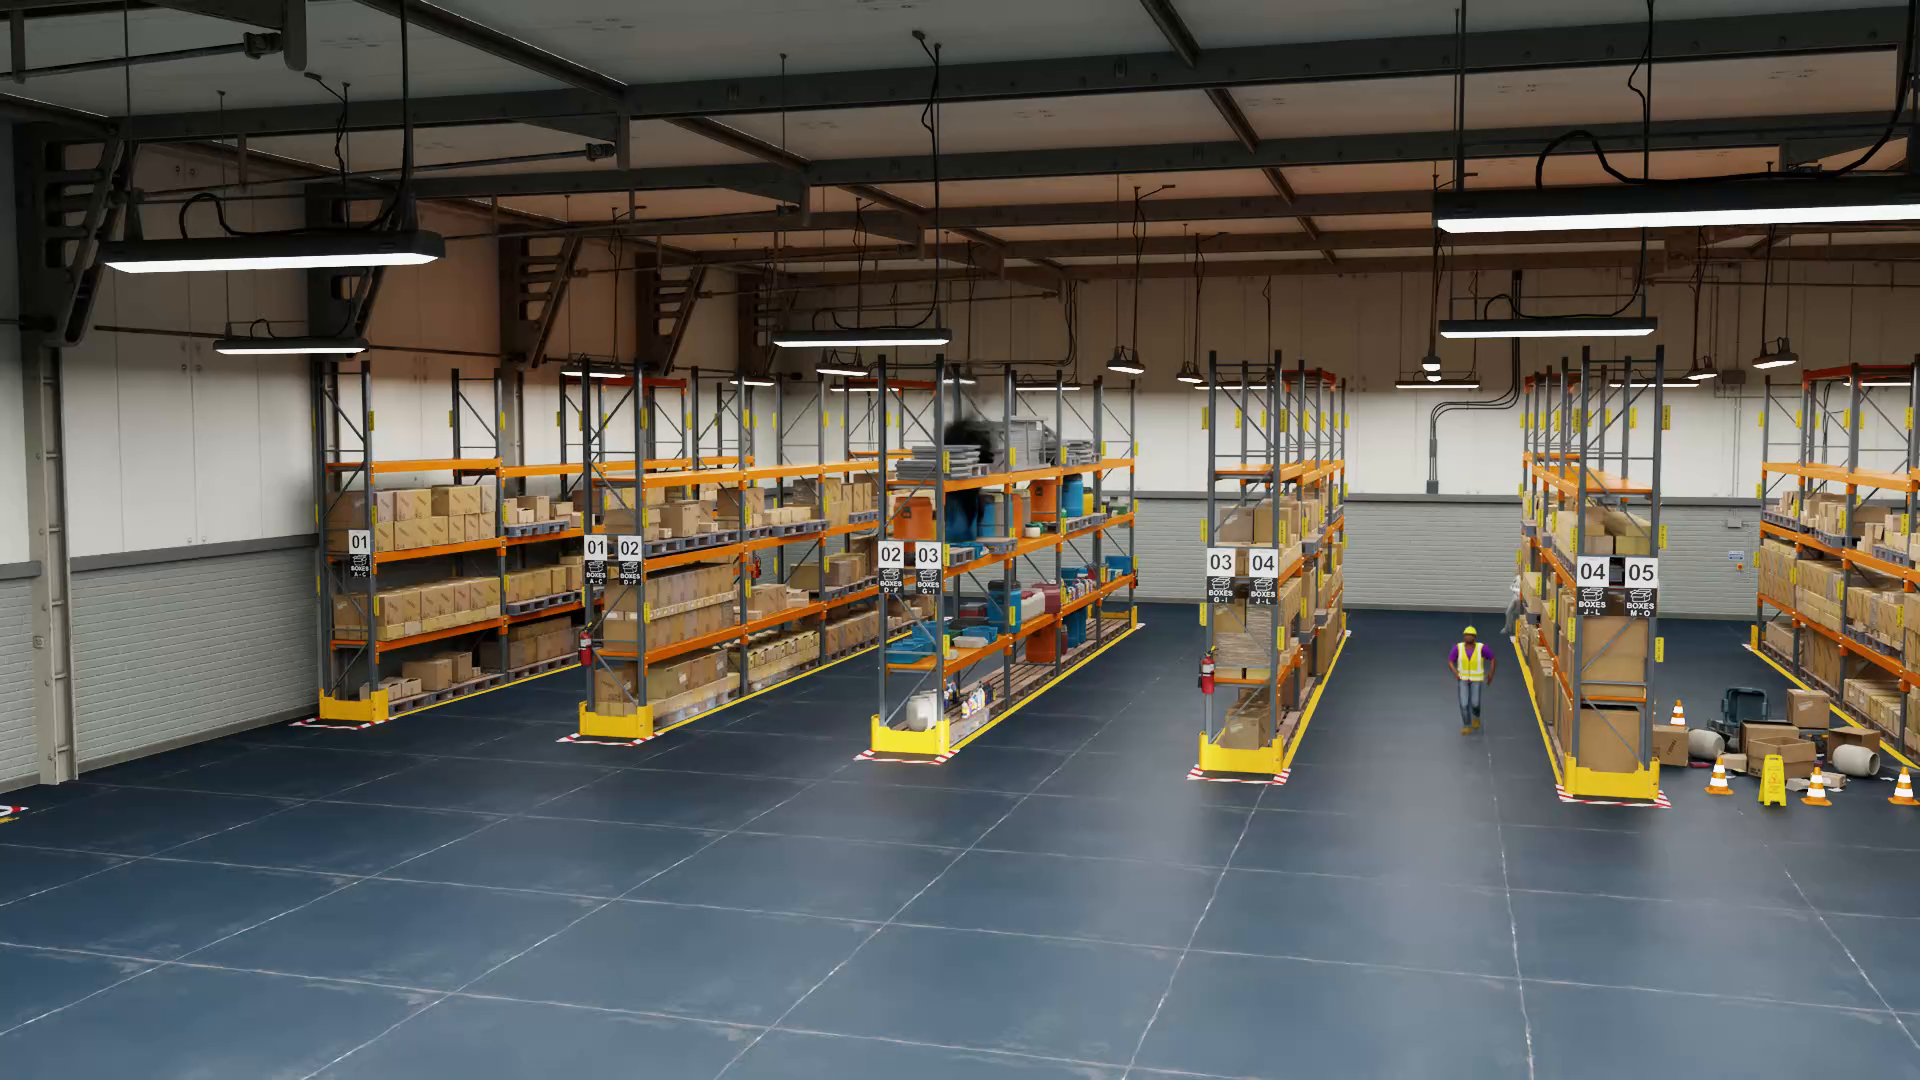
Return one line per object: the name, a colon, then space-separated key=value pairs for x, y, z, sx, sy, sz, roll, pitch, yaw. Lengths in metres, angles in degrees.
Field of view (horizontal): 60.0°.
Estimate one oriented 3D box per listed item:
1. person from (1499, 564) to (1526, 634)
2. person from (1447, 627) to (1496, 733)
person: x=13.089 y=1.400 z=38.831 sx=0.845 sy=1.684 sz=0.646 roll=0 pitch=4 yaw=7
person: x=8.163 y=2.241 z=26.576 sx=0.733 sy=1.724 sz=0.597 roll=2 pitch=4 yaw=21
